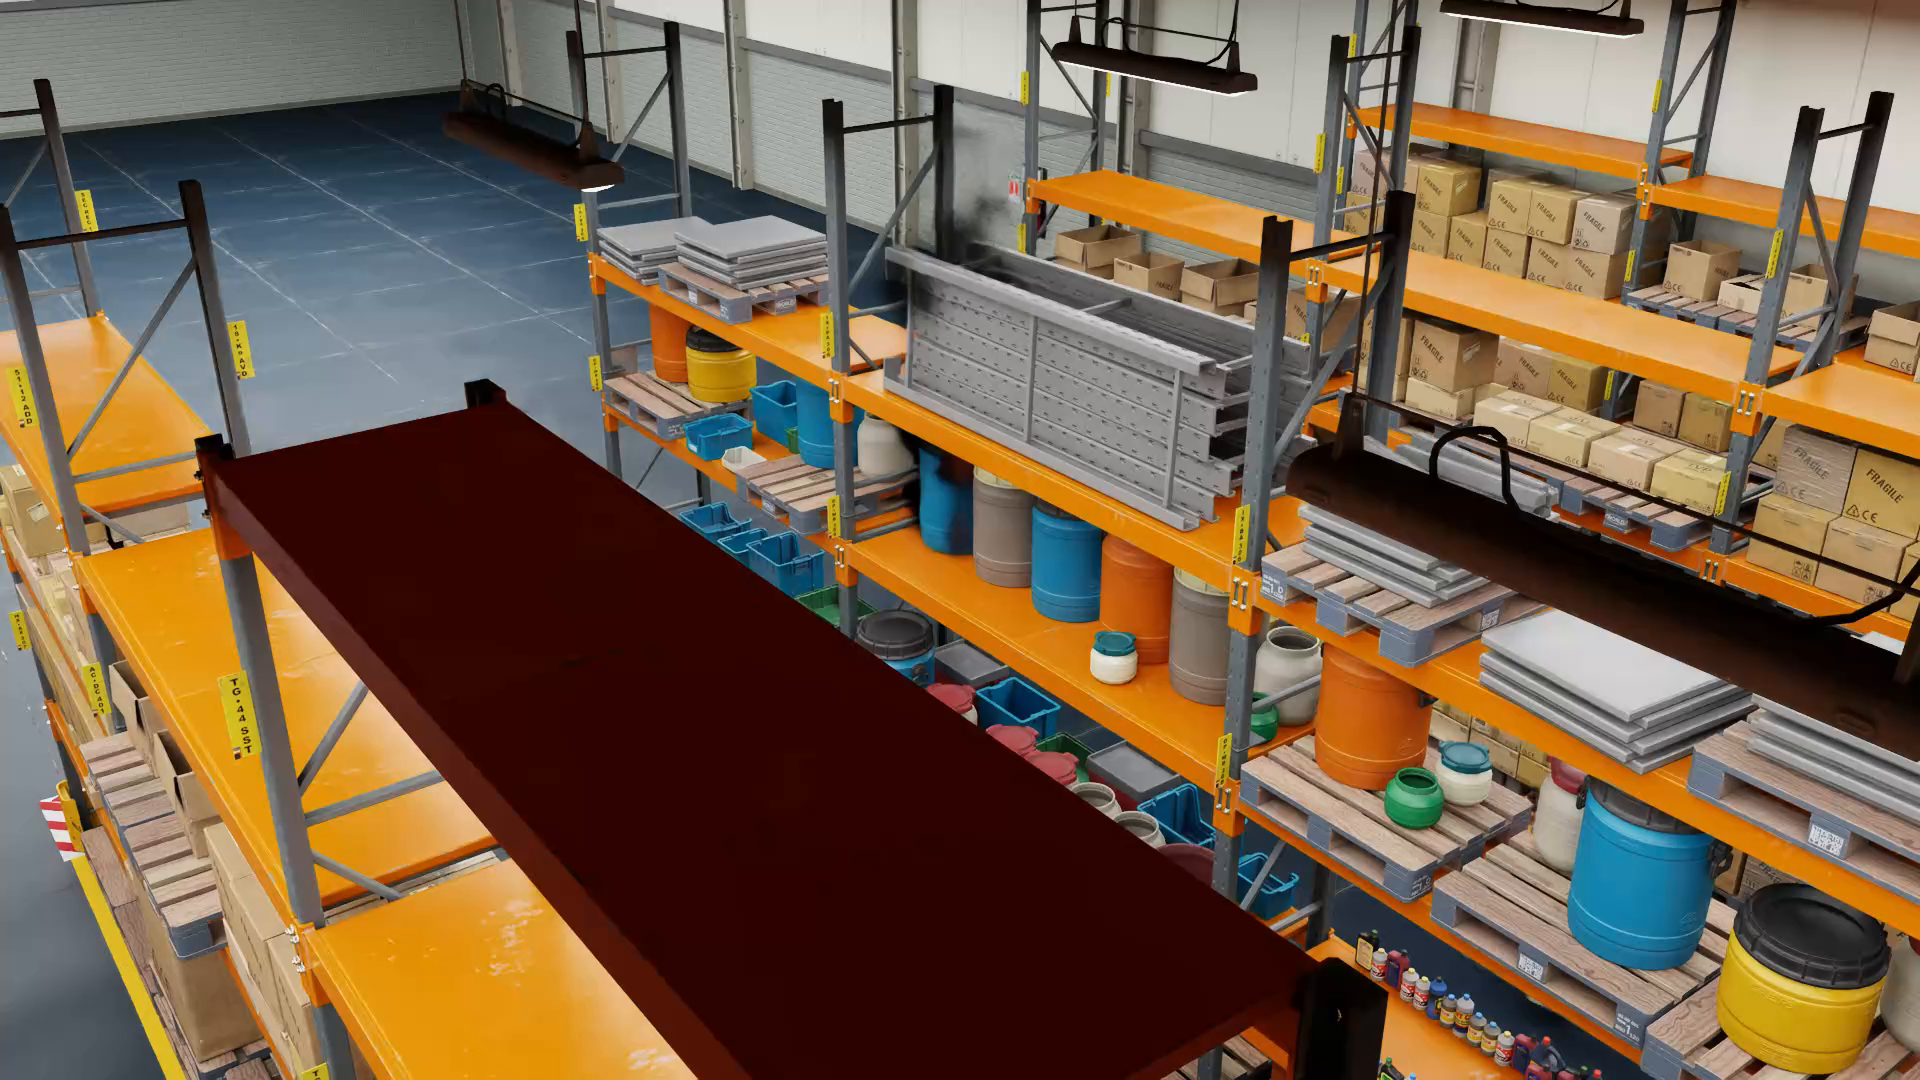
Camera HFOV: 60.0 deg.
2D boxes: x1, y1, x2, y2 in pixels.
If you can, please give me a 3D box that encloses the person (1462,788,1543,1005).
[{"bbox_3d":[3.941,2.454,11.577,0.563,1.632,0.859,-21,32,-37],"label":"person"}]
